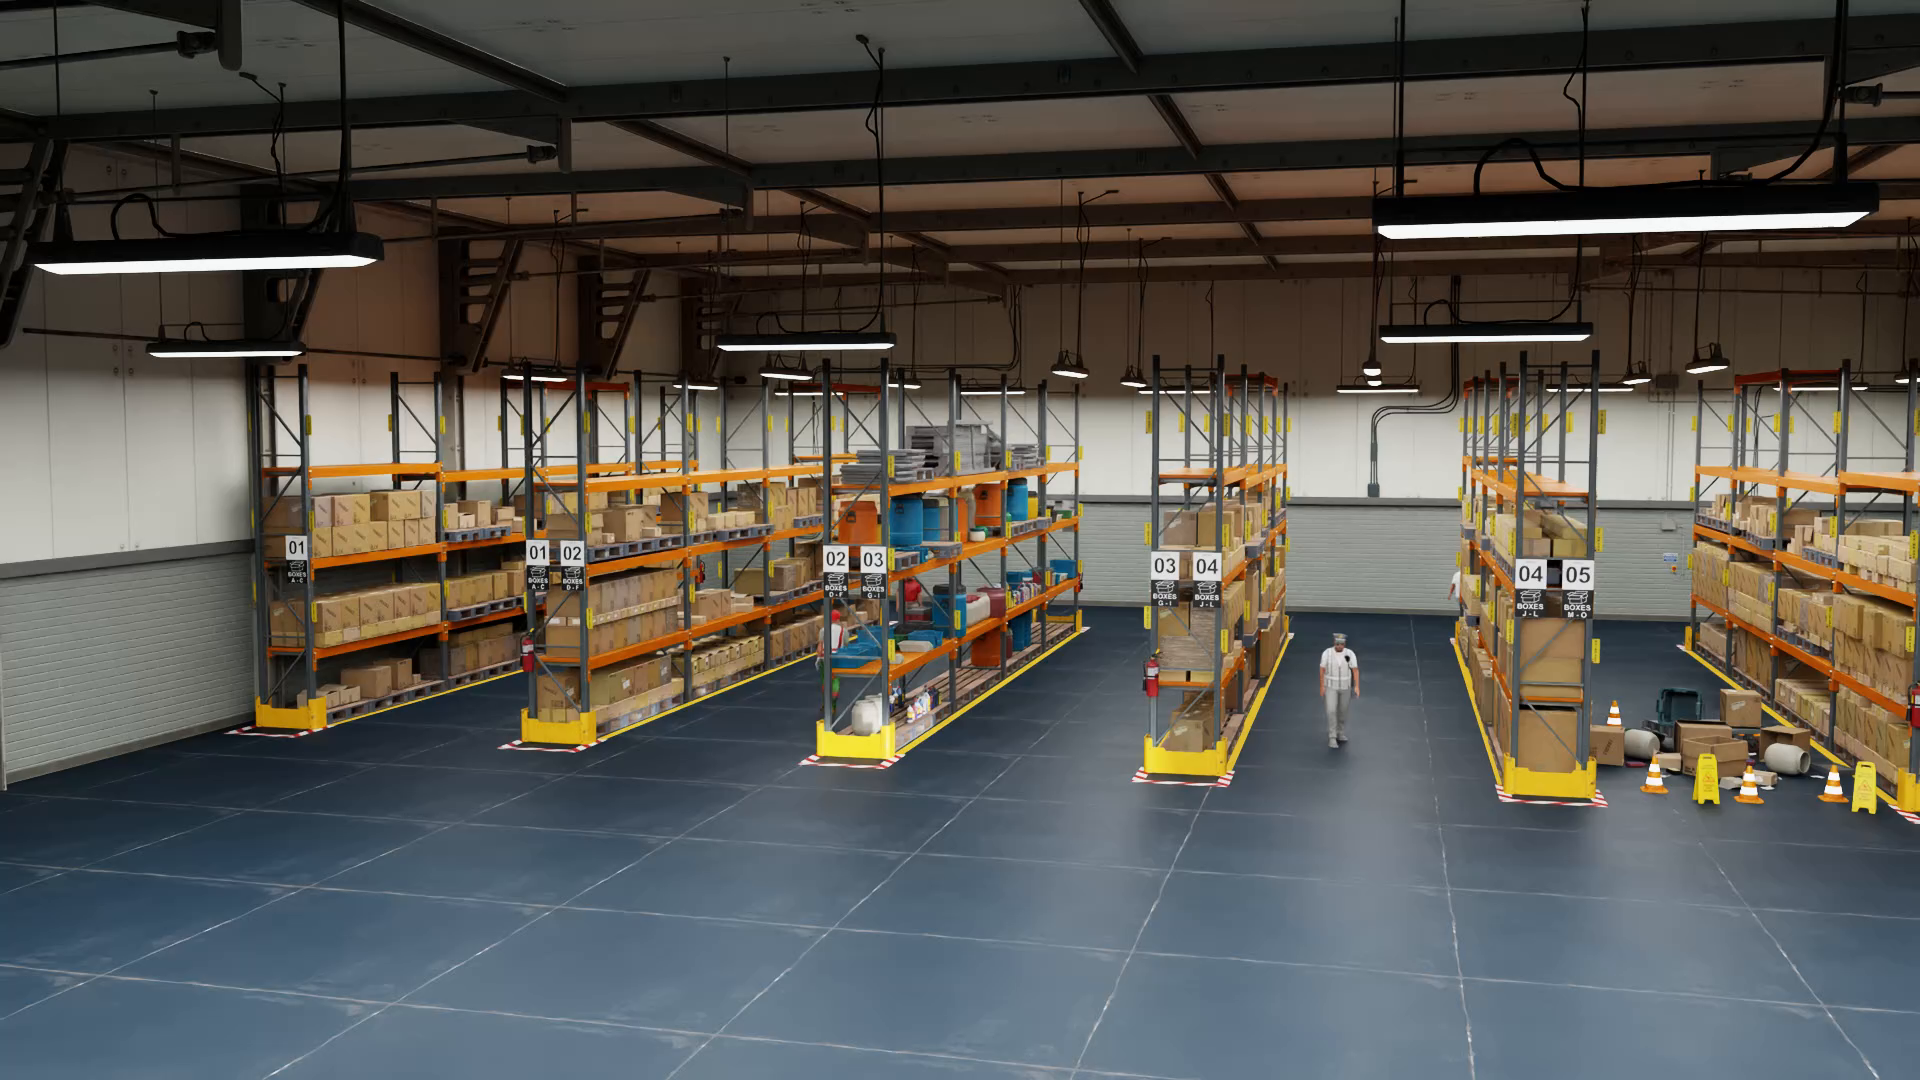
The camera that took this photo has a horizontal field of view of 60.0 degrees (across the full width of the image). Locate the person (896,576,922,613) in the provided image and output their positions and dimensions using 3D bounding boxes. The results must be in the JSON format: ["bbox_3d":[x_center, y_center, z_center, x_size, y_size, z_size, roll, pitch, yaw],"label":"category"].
[{"bbox_3d":[-1.183,1.518,38.287,0.568,1.664,1.099,1,4,11],"label":"person"}]

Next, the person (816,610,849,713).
[{"bbox_3d":[-2.213,2.123,28.959,0.587,1.808,0.543,0,4,1],"label":"person"}]

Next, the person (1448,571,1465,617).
[{"bbox_3d":[12.242,1.347,40.429,1.108,1.713,0.601,-4,6,-44],"label":"person"}]

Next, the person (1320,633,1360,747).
[{"bbox_3d":[5.960,2.328,26.102,0.586,1.739,0.740,0,4,4],"label":"person"}]
